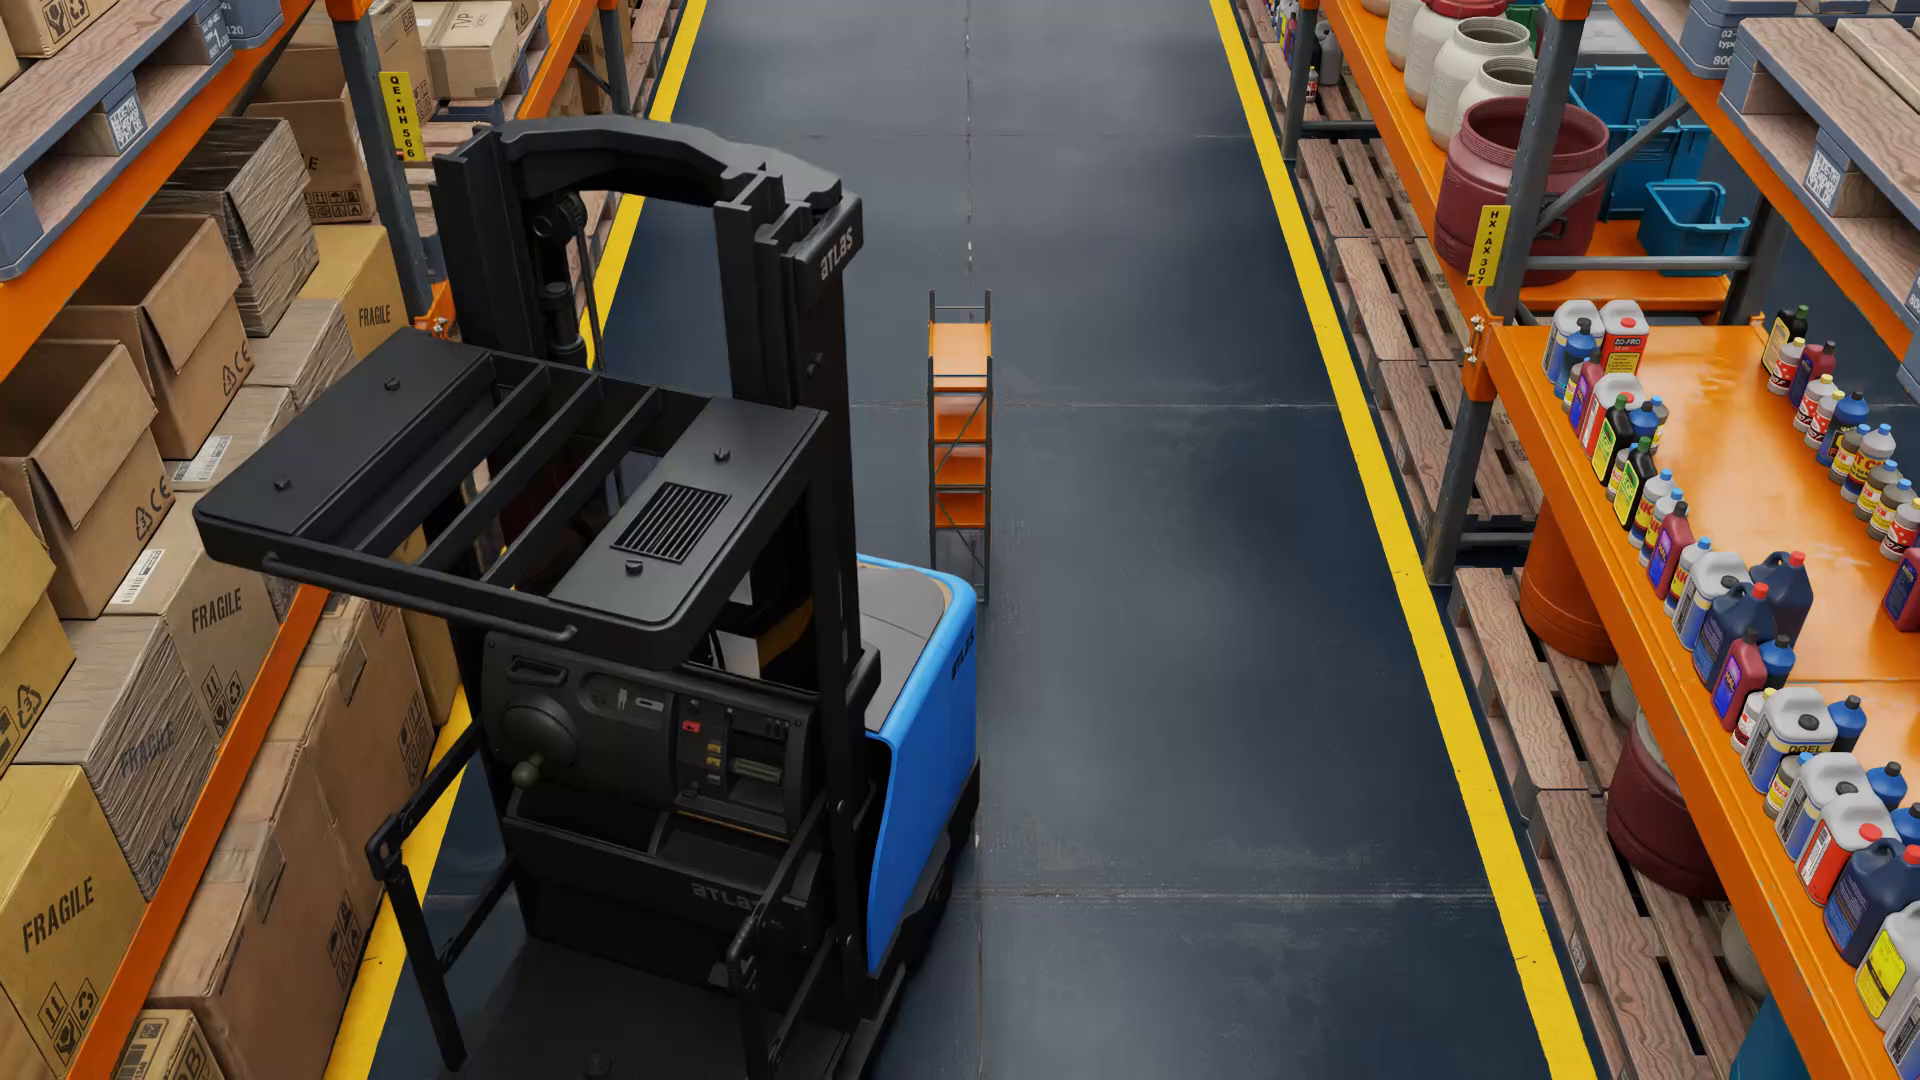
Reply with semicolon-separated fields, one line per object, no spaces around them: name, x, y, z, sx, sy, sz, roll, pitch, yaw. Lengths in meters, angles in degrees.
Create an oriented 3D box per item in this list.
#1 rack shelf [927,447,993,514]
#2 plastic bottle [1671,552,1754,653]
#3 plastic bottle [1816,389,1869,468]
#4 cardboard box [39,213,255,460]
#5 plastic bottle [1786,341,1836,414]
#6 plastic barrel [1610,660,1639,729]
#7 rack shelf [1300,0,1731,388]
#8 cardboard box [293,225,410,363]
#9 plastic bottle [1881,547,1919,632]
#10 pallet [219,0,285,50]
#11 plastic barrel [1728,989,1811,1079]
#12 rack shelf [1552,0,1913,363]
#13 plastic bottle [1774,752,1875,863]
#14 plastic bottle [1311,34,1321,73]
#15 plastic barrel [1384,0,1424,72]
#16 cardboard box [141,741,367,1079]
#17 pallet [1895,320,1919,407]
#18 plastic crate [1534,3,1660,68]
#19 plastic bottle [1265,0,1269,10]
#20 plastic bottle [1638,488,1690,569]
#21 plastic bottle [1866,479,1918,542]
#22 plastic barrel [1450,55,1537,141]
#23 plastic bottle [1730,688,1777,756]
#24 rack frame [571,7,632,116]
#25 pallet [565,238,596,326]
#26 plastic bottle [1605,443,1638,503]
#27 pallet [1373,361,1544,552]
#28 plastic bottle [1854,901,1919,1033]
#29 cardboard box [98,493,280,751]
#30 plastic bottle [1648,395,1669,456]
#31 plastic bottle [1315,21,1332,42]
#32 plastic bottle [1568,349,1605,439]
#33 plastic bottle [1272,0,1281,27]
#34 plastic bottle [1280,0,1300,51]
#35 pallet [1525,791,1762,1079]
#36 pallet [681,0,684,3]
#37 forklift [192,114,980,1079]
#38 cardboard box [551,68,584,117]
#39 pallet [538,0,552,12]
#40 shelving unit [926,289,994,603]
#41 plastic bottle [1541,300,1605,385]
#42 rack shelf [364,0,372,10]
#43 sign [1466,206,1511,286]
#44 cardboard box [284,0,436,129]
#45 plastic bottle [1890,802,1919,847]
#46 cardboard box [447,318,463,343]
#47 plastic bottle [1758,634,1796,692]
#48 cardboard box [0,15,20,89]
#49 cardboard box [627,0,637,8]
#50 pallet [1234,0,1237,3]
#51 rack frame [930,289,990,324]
rack shelf;0.000;-0.312;6.788;0.258;0.148;0.480;0;39;0
plastic bottle;2.152;0.176;4.731;0.152;0.276;0.135;0;39;0
plastic bottle;2.882;-0.369;5.415;0.097;0.271;0.097;0;39;0
cardboard box;-2.498;-0.572;4.683;0.797;0.503;0.637;1;39;1
plastic bottle;2.900;-0.568;5.653;0.061;0.283;0.133;0;39;0
plastic barrel;2.580;0.456;5.936;0.421;0.512;0.421;0;39;0
rack shelf;2.470;-1.980;7.898;1.077;0.370;4.000;0;39;0
cardboard box;-2.232;-0.737;5.691;0.500;0.500;0.500;1;39;1
plastic bottle;2.757;0.118;4.797;0.061;0.283;0.133;0;39;0
pallet;-2.426;-1.701;4.726;1.213;0.211;1.003;2;39;2
plastic barrel;2.493;1.363;4.493;0.600;0.901;0.708;0;39;0
rack shelf;2.475;-0.649;3.838;1.077;0.370;4.000;0;39;0
plastic bottle;2.153;0.665;4.120;0.152;0.276;0.135;0;39;0
plastic bottle;2.179;-3.052;10.426;0.144;0.351;0.185;-1;39;-1
plastic barrel;2.251;-2.507;7.872;0.433;0.535;0.433;0;39;0
cardboard box;-2.498;1.201;4.716;1.225;0.875;0.875;-1;39;-2
pallet;2.379;-0.096;2.723;1.213;0.211;1.003;0;39;0
plastic crate;2.777;-2.046;7.353;0.402;0.464;0.583;0;39;0
plastic bottle;2.154;-3.772;11.388;0.097;0.271;0.097;0;39;0
plastic bottle;2.124;-0.039;5.003;0.097;0.271;0.097;0;39;0
plastic bottle;2.883;-0.098;5.133;0.097;0.201;0.097;0;39;0
plastic barrel;2.258;-1.697;6.880;0.421;0.512;0.421;0;39;0
plastic bottle;2.125;0.477;4.415;0.097;0.201;0.097;0;39;0
rack frame;-2.485;-3.508;9.229;1.000;3.000;0.127;0;39;0
pallet;-2.478;-1.168;8.539;1.003;0.211;1.213;0;39;0
plastic bottle;2.123;-0.217;5.280;0.097;0.201;0.097;0;39;0
pallet;2.511;-0.407;7.589;1.003;0.211;1.213;0;39;0
plastic bottle;2.149;0.936;3.723;0.144;0.351;0.185;0;39;0
cardboard box;-2.234;0.217;4.500;0.500;0.500;0.500;1;39;1
plastic bottle;2.275;-0.384;5.490;0.097;0.201;0.097;0;39;0
plastic bottle;2.327;-3.159;10.619;0.152;0.276;0.135;0;39;0
plastic bottle;2.105;-0.488;5.554;0.061;0.283;0.133;0;39;0
plastic bottle;2.155;-3.582;11.152;0.097;0.271;0.097;0;39;0
plastic bottle;2.179;-3.374;10.828;0.144;0.351;0.185;0;39;0
pallet;2.514;1.332;5.419;1.003;0.211;1.213;0;39;0
pallet;-2.524;-4.366;12.529;1.003;0.211;1.213;0;39;0
forklift;-0.897;0.590;4.170;1.130;2.935;3.031;12;40;15
cardboard box;-2.506;-2.320;9.394;0.700;0.500;0.500;-3;39;-4
pallet;-2.629;-2.955;8.692;1.003;0.211;1.213;0;39;0
shelving unit;0.000;-0.365;6.746;0.258;1.200;0.503;0;39;0
plastic bottle;2.150;-0.691;5.813;0.152;0.276;0.135;0;39;0
rack shelf;-2.482;-3.147;6.955;1.077;0.370;4.000;0;39;0
sign;1.923;-1.069;6.055;0.100;0.325;0.005;0;39;0
cardboard box;-2.621;-1.896;6.802;0.700;0.500;0.500;5;39;7
plastic bottle;2.277;0.740;4.031;0.097;0.271;0.097;0;39;0
cardboard box;-2.501;-0.622;7.274;0.700;0.500;0.500;-2;39;-2
plastic bottle;2.185;0.366;4.497;0.097;0.271;0.097;0;39;0
cardboard box;-2.456;-1.104;3.412;0.797;0.503;0.637;-1;39;-1
cardboard box;-2.489;-4.042;11.558;0.500;0.500;0.500;3;39;4
pallet;2.506;-4.369;12.533;1.003;0.211;1.213;0;39;0
rack frame;0.000;-0.517;6.936;0.240;1.200;0.015;0;39;0
